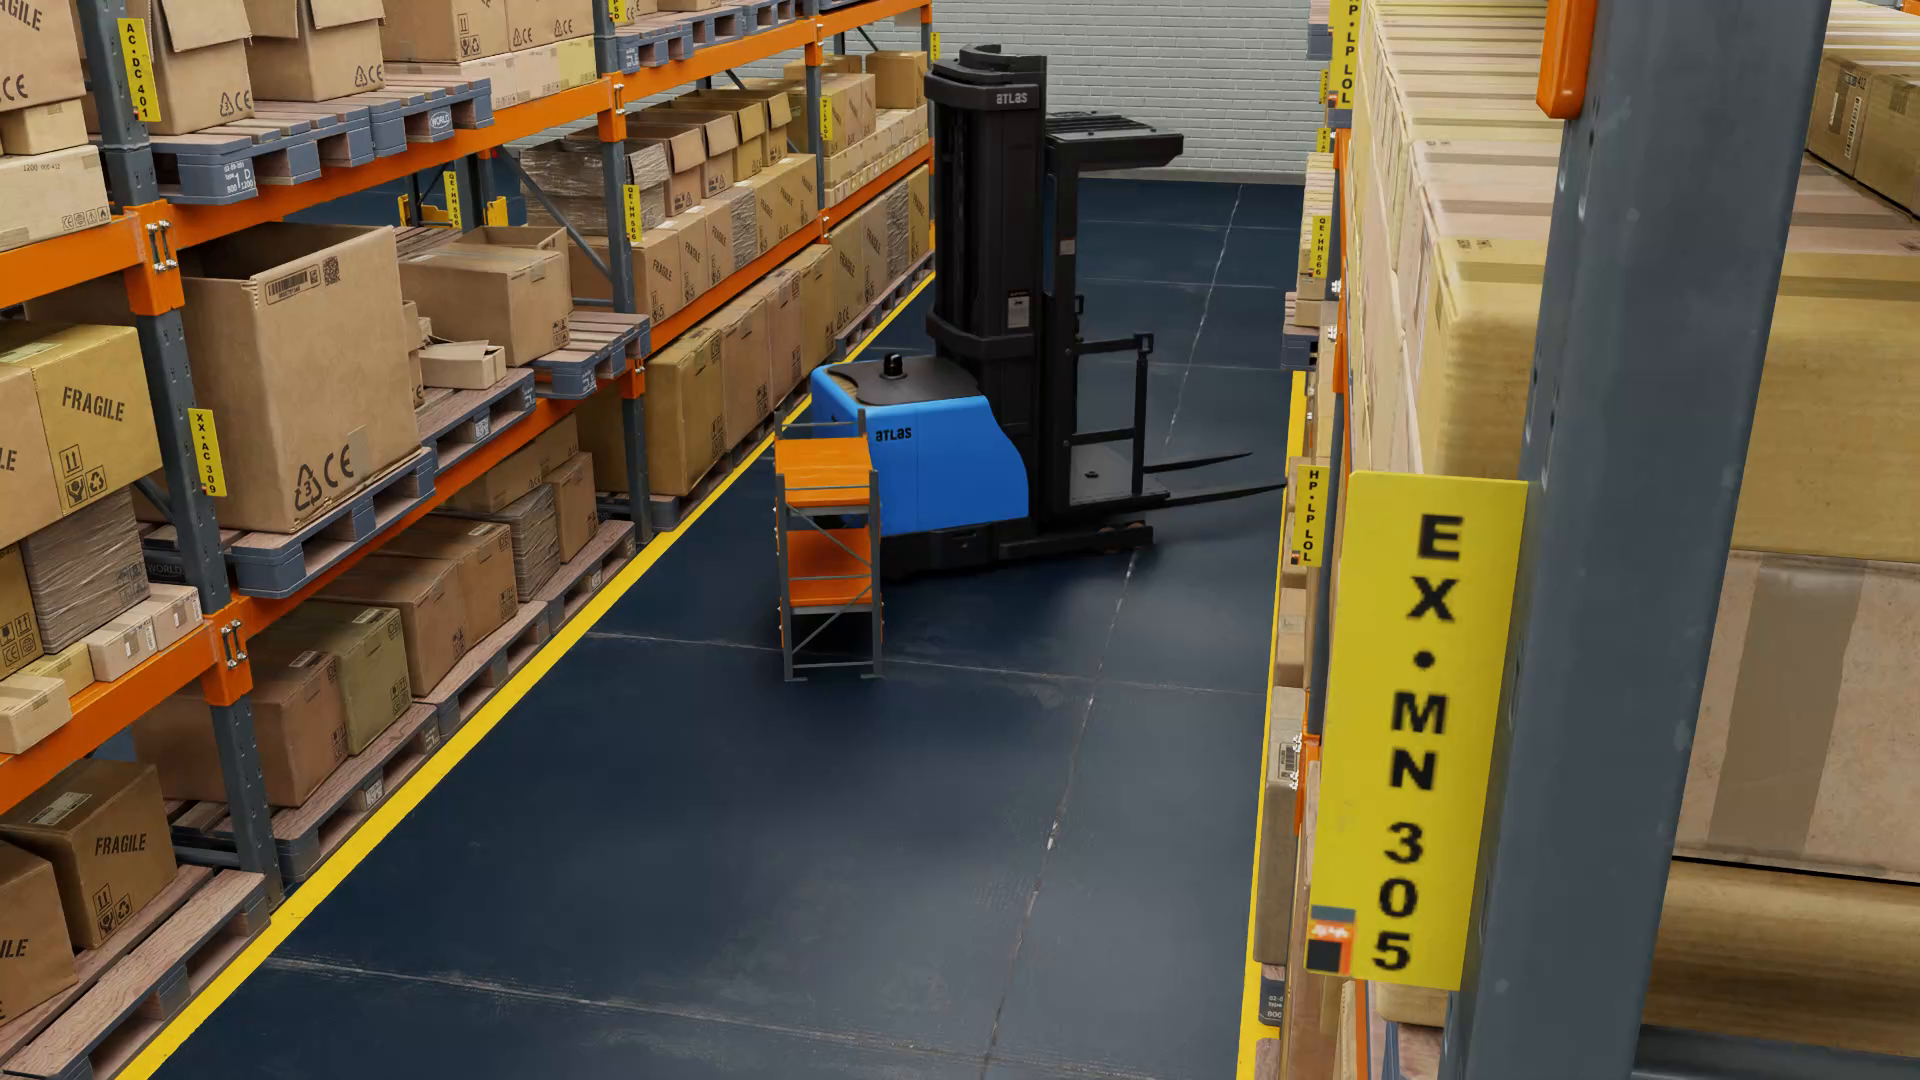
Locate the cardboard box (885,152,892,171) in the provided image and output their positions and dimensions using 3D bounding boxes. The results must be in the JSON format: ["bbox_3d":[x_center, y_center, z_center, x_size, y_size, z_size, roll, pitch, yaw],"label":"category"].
[{"bbox_3d":[-0.844,-3.507,15.382,0.380,0.149,0.250,5,22,12],"label":"cardboard box"}]

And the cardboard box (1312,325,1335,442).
[{"bbox_3d":[1.964,-0.713,7.976,0.500,0.500,0.500,4,22,10],"label":"cardboard box"}]

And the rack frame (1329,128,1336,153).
[{"bbox_3d":[3.237,-2.460,12.446,1.000,3.000,0.127,4,22,11],"label":"rack frame"}]

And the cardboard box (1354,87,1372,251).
[{"bbox_3d":[1.027,-0.708,3.188,0.500,0.250,0.500,4,22,10],"label":"cardboard box"}]

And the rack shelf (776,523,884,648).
[{"bbox_3d":[-0.710,0.230,8.932,0.538,0.278,1.000,-2,22,-6],"label":"rack shelf"}]

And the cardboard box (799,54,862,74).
[{"bbox_3d":[-1.246,-4.416,16.102,0.500,0.500,0.500,4,22,10],"label":"cardboard box"}]

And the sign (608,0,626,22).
[{"bbox_3d":[-1.883,-3.001,9.082,0.100,0.325,0.005,4,22,11],"label":"sign"}]

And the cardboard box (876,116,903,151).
[{"bbox_3d":[-0.828,-3.837,15.668,0.500,0.250,0.500,4,22,9],"label":"cardboard box"}]

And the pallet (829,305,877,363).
[{"bbox_3d":[-1.366,-1.853,14.673,1.003,0.211,1.213,4,22,11],"label":"pallet"}]

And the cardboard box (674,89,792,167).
[{"bbox_3d":[-1.720,-3.152,12.688,0.797,0.503,0.637,4,22,10],"label":"cardboard box"}]

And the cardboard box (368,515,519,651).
[{"bbox_3d":[-2.741,0.202,8.594,0.700,0.500,0.500,6,23,15],"label":"cardboard box"}]

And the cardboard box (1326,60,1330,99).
[{"bbox_3d":[3.477,-4.053,14.532,0.500,0.500,0.500,4,22,10],"label":"cardboard box"}]

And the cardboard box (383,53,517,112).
[{"bbox_3d":[-2.464,-2.175,7.925,0.500,0.250,0.500,5,22,12],"label":"cardboard box"}]

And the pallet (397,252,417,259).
[{"bbox_3d":[-6.088,-2.678,16.721,1.003,0.211,1.213,4,22,11],"label":"pallet"}]

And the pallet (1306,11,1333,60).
[{"bbox_3d":[2.798,-3.167,10.437,1.213,0.211,1.003,4,22,11],"label":"pallet"}]

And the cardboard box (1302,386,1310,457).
[{"bbox_3d":[2.501,-0.677,10.803,0.500,0.500,0.500,3,22,9],"label":"cardboard box"}]

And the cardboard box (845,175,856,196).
[{"bbox_3d":[-1.105,-3.033,14.207,0.380,0.149,0.250,5,23,13],"label":"cardboard box"}]

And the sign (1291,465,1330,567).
[{"bbox_3d":[1.072,-0.072,5.073,0.100,0.325,0.005,4,22,11],"label":"sign"}]

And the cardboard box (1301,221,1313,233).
[{"bbox_3d":[2.179,-1.753,9.668,0.380,0.149,0.250,5,23,13],"label":"cardboard box"}]

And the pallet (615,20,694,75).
[{"bbox_3d":[-2.335,-2.955,9.913,1.213,0.211,1.003,6,23,13],"label":"pallet"}]

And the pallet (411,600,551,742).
[{"bbox_3d":[-2.826,0.612,8.551,1.003,0.211,1.213,4,22,11],"label":"pallet"}]

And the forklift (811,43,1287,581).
[{"bbox_3d":[0.653,-1.448,10.024,3.031,2.935,1.130,-8,23,-19],"label":"forklift"}]

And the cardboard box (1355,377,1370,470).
[{"bbox_3d":[0.732,-0.107,2.229,0.380,0.149,0.250,4,22,10],"label":"cardboard box"}]

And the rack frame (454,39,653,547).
[{"bbox_3d":[-2.414,-1.412,9.844,1.000,3.000,0.127,4,22,11],"label":"rack frame"}]

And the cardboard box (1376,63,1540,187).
[{"bbox_3d":[0.785,-0.571,2.314,0.380,0.149,0.250,4,22,10],"label":"cardboard box"}]

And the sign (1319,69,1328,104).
[{"bbox_3d":[3.522,-4.365,16.019,0.100,0.325,0.005,4,22,11],"label":"sign"}]

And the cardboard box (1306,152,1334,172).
[{"bbox_3d":[2.706,-2.705,12.032,0.380,0.149,0.250,6,23,14],"label":"cardboard box"}]

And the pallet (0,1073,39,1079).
[{"bbox_3d":[-3.579,2.040,5.005,1.003,0.211,1.213,4,22,11],"label":"pallet"}]

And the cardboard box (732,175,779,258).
[{"bbox_3d":[-1.633,-2.357,12.057,0.500,0.500,0.500,4,22,10],"label":"cardboard box"}]

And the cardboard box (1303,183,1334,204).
[{"bbox_3d":[2.444,-2.232,10.858,0.380,0.149,0.250,5,23,13],"label":"cardboard box"}]

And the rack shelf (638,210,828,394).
[{"bbox_3d":[-2.006,-1.810,11.794,1.077,0.370,4.000,4,22,11],"label":"rack shelf"}]

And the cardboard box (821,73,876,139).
[{"bbox_3d":[-1.040,-3.817,14.614,0.500,0.500,0.500,4,22,9],"label":"cardboard box"}]

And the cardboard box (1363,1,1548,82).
[{"bbox_3d":[1.043,-1.034,3.463,0.380,0.149,0.250,4,22,10],"label":"cardboard box"}]

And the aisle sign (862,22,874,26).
[{"bbox_3d":[-1.061,-5.593,16.745,0.394,0.787,0.004,4,22,11],"label":"aisle sign"}]

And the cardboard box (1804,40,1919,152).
[{"bbox_3d":[1.533,-0.706,2.650,0.380,0.149,0.250,5,22,12],"label":"cardboard box"}]

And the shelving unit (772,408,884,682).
[{"bbox_3d":[-0.710,0.003,8.841,0.538,1.125,1.048,-2,22,-6],"label":"shelving unit"}]

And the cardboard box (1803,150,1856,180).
[{"bbox_3d":[1.446,-0.483,2.628,0.500,0.250,0.500,4,22,11],"label":"cardboard box"}]

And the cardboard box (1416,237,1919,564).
[{"bbox_3d":[0.525,-0.106,1.159,0.380,0.149,0.250,5,22,11],"label":"cardboard box"}]

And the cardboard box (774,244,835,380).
[{"bbox_3d":[-1.709,-1.848,13.210,1.225,0.875,0.875,5,22,11],"label":"cardboard box"}]

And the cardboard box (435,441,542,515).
[{"bbox_3d":[-2.620,-0.362,8.991,0.500,0.250,0.500,7,23,17],"label":"cardboard box"}]

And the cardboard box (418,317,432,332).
[{"bbox_3d":[-2.981,-0.942,8.315,0.500,0.250,0.500,4,22,9],"label":"cardboard box"}]

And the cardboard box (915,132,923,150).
[{"bbox_3d":[-0.583,-3.971,16.533,0.380,0.149,0.250,5,22,11],"label":"cardboard box"}]

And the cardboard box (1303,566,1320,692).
[{"bbox_3d":[1.449,0.209,5.687,0.500,0.500,0.500,4,22,11],"label":"cardboard box"}]

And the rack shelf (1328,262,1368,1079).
[{"bbox_3d":[1.197,0.140,2.939,1.077,0.370,4.000,4,22,11],"label":"rack shelf"}]

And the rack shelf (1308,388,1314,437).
[{"bbox_3d":[2.829,-1.394,10.764,1.077,0.370,4.000,4,22,11],"label":"rack shelf"}]

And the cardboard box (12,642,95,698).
[{"bbox_3d":[-3.156,0.446,5.567,0.380,0.149,0.250,4,22,11],"label":"cardboard box"}]

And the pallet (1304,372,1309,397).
[{"bbox_3d":[3.340,-1.414,13.583,1.003,0.211,1.213,4,22,11],"label":"pallet"}]

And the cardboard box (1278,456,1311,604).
[{"bbox_3d":[2.209,0.068,8.619,1.050,0.750,0.750,4,22,10],"label":"cardboard box"}]

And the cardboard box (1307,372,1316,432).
[{"bbox_3d":[2.396,-0.835,10.193,0.500,0.250,0.500,5,22,12],"label":"cardboard box"}]

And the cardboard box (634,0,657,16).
[{"bbox_3d":[-2.270,-3.595,10.554,0.500,0.500,0.500,6,23,14],"label":"cardboard box"}]

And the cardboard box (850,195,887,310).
[{"bbox_3d":[-1.201,-2.648,15.196,0.875,0.875,0.875,4,22,11],"label":"cardboard box"}]

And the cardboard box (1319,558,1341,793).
[{"bbox_3d":[1.253,0.425,3.637,0.875,0.550,0.550,4,22,11],"label":"cardboard box"}]

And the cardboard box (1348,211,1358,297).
[{"bbox_3d":[0.992,-0.570,3.380,0.380,0.149,0.250,4,22,10],"label":"cardboard box"}]

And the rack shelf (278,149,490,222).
[{"bbox_3d":[-6.038,-3.650,16.364,1.077,0.370,4.000,4,22,11],"label":"rack shelf"}]

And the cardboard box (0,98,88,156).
[{"bbox_3d":[-3.014,-1.315,5.255,0.380,0.149,0.250,5,23,13],"label":"cardboard box"}]

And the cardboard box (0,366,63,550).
[{"bbox_3d":[-3.153,-0.229,5.035,0.500,0.500,0.500,4,22,11],"label":"cardboard box"}]
